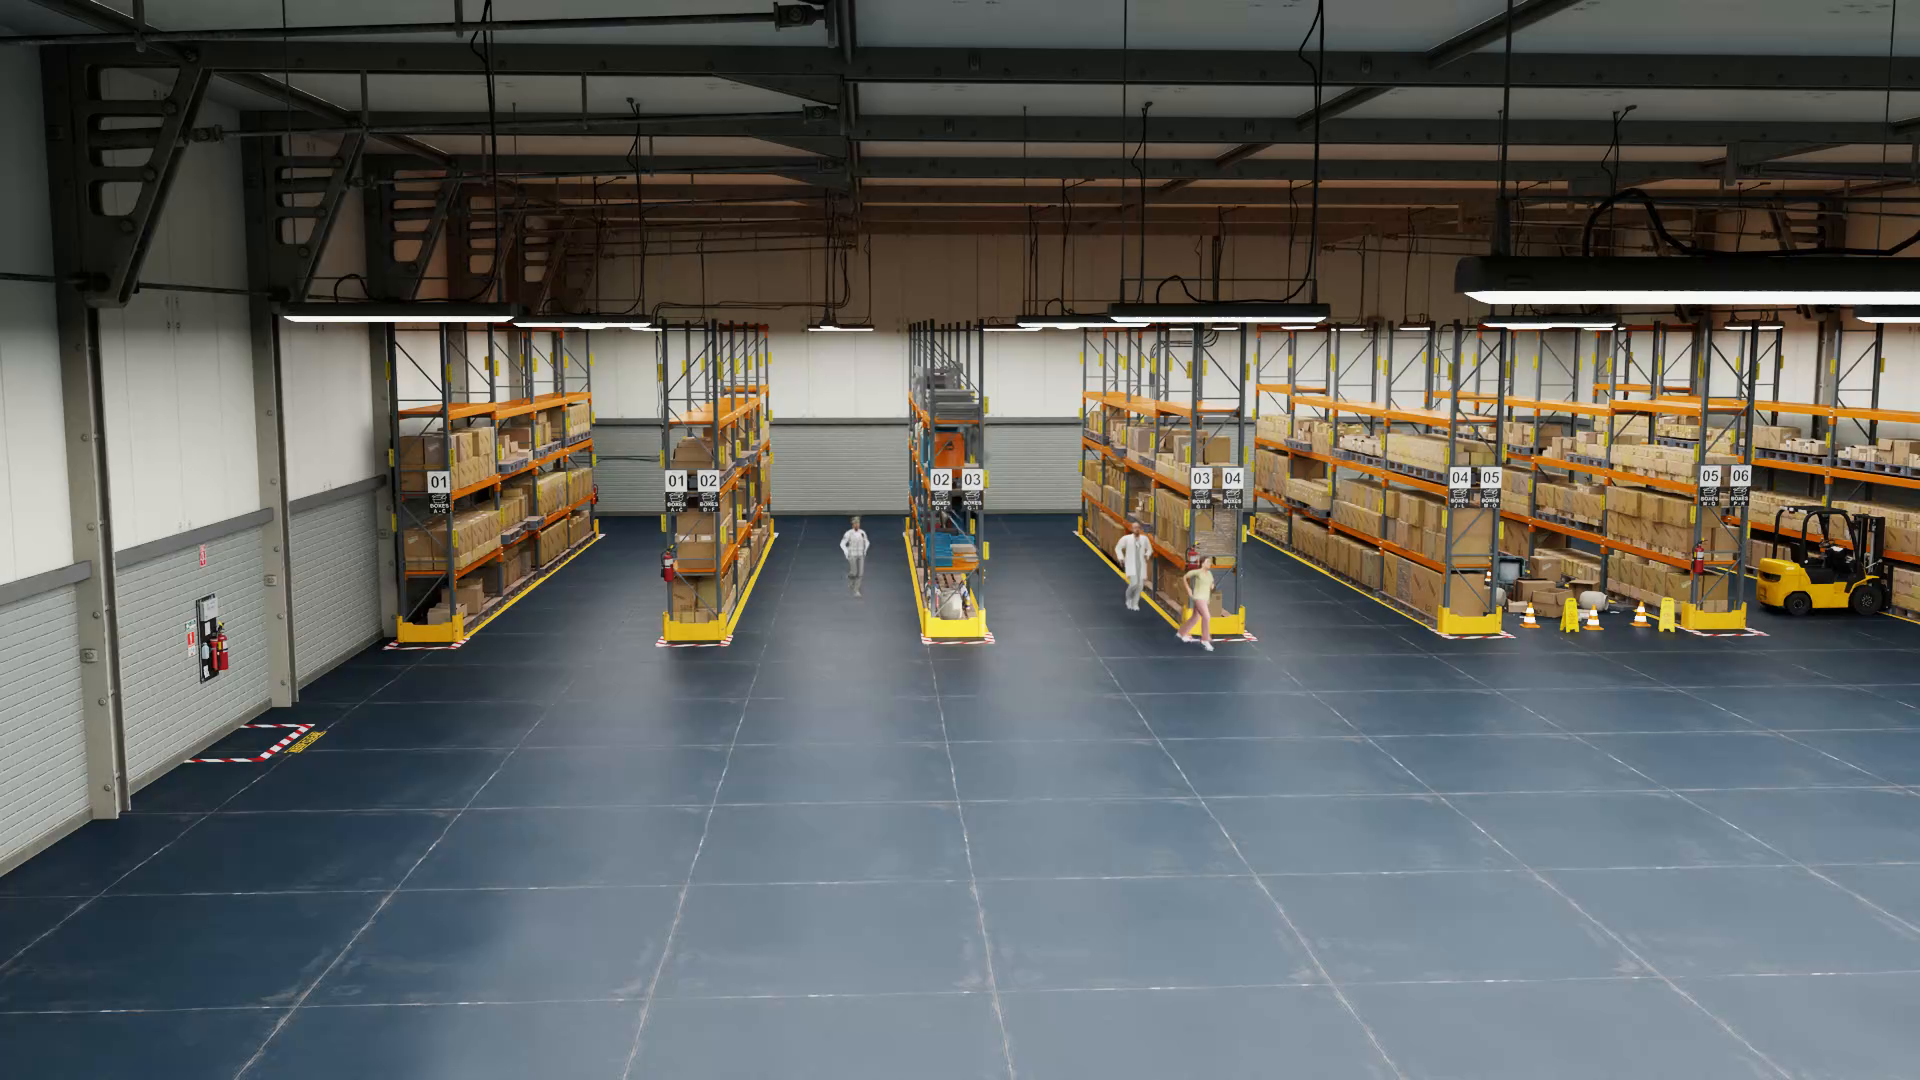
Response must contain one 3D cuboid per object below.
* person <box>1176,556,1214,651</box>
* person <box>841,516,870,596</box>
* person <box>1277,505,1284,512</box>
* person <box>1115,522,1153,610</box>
[{"bbox_3d":[4.433,1.122,30.622,0.903,1.683,0.594,6,9,41],"label":"person"},{"bbox_3d":[-2.163,0.334,34.692,0.615,1.667,0.503,-3,7,-20],"label":"person"},{"bbox_3d":[9.667,-1.131,49.081,0.551,1.632,0.625,-1,7,-7],"label":"person"},{"bbox_3d":[3.467,0.529,32.720,0.714,1.743,0.599,-1,7,-11],"label":"person"}]
